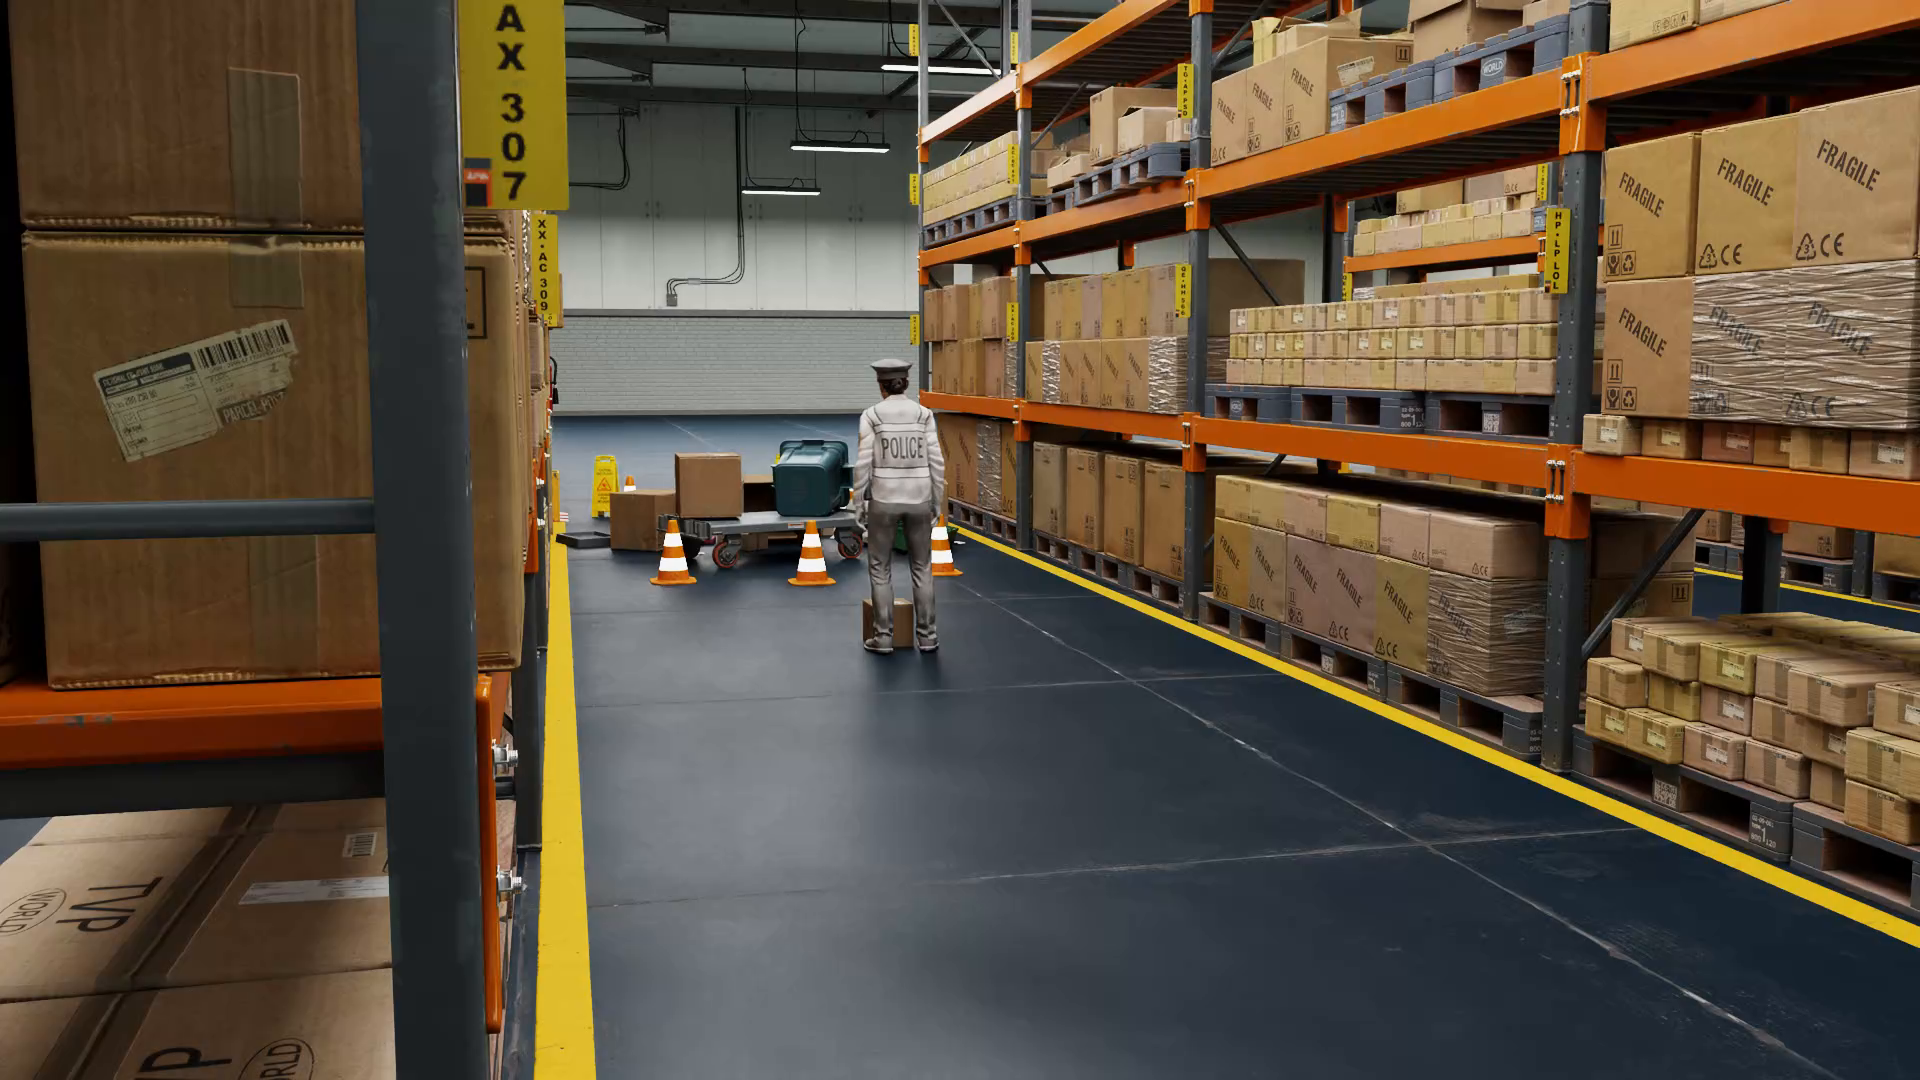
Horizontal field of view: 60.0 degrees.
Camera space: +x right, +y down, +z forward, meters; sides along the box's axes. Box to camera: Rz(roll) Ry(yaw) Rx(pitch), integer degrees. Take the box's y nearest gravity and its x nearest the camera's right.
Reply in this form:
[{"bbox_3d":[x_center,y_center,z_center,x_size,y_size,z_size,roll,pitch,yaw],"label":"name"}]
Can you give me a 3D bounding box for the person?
[{"bbox_3d":[-0.349,-0.187,9.420,0.526,1.654,0.374,-2,6,-15],"label":"person"}]
